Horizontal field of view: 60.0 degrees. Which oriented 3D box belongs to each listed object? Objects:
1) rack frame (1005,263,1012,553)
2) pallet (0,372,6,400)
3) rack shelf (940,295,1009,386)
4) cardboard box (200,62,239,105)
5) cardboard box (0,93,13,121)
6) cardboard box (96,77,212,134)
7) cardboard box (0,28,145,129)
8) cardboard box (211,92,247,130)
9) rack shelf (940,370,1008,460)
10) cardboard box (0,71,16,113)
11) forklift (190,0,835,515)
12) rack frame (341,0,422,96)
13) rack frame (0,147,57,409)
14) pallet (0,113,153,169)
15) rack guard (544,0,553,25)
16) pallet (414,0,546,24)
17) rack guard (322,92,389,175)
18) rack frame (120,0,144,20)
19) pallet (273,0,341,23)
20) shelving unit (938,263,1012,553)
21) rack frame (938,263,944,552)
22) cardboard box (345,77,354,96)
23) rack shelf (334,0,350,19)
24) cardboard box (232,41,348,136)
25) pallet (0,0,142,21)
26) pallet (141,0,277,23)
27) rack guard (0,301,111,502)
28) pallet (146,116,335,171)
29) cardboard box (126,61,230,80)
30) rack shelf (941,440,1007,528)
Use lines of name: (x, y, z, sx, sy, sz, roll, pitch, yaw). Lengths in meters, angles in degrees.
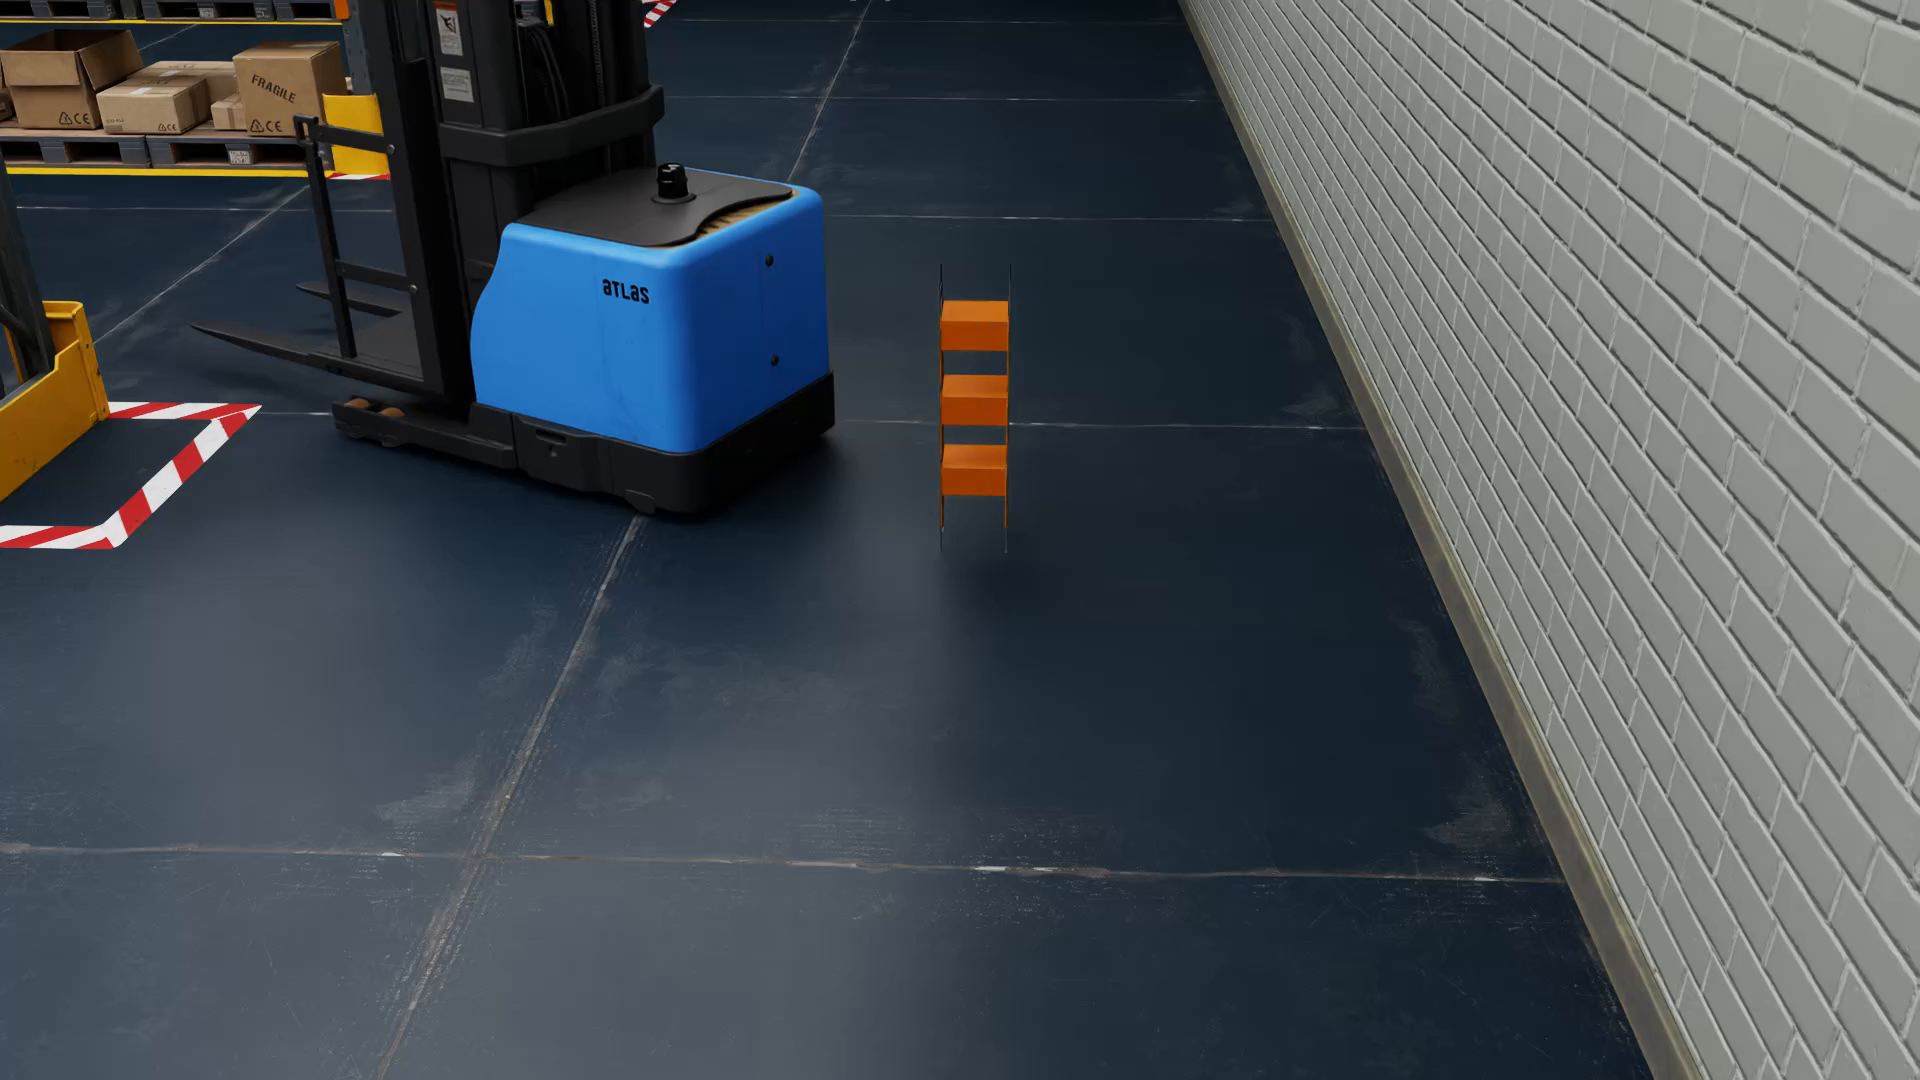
rack frame: (0.175, -0.461, 5.999, 0.008, 1.050, 0.200, 1, 28, 2)
pallet: (-4.761, -0.424, 6.824, 1.213, 0.211, 1.003, 1, 28, 2)
rack shelf: (0.053, -0.704, 5.874, 0.240, 0.259, 0.215, 1, 28, 2)
cardboard box: (-4.793, -3.072, 11.309, 0.500, 0.250, 0.500, 1, 28, 2)
cardboard box: (-6.481, -2.833, 10.948, 0.250, 0.166, 0.380, 1, 28, 2)
cardboard box: (-5.260, -2.846, 10.881, 0.500, 0.250, 0.500, 1, 28, 2)
cardboard box: (-5.880, -3.072, 11.037, 0.637, 0.503, 0.797, 1, 28, 2)
cardboard box: (-4.714, -2.828, 10.937, 0.250, 0.166, 0.380, 1, 28, 2)
rack shelf: (0.053, -0.454, 6.007, 0.240, 0.259, 0.215, 1, 28, 2)
cardboard box: (-6.429, -3.126, 11.346, 0.500, 0.311, 0.500, 1, 28, 2)
forklift: (-2.066, -1.880, 6.667, 3.031, 2.935, 1.130, 15, 31, 26)
rack frame: (-3.760, -3.943, 10.485, 0.127, 3.000, 1.000, 1, 28, 2)
rack frame: (-3.939, -1.624, 6.111, 0.127, 3.000, 1.000, 1, 28, 2)
pallet: (-5.849, -2.746, 11.205, 1.213, 0.211, 1.003, 1, 28, 2)
rack guard: (-3.565, -5.157, 15.444, 0.348, 0.500, 1.175, 1, 28, 2)
pallet: (-4.391, -5.006, 15.468, 1.213, 0.211, 1.003, 1, 28, 2)
rack guard: (-3.836, -2.839, 11.073, 0.348, 0.500, 1.175, 1, 28, 2)
rack frame: (-7.586, -6.327, 14.984, 0.127, 3.000, 1.000, 1, 28, 2)
pallet: (-5.607, -5.027, 15.508, 1.213, 0.211, 1.003, 1, 28, 2)
shelving unit: (0.053, -0.463, 6.002, 0.252, 1.050, 0.215, 1, 28, 2)
rack frame: (-0.068, -0.465, 6.006, 0.008, 1.050, 0.200, 1, 28, 2)
cardboard box: (-4.166, -3.045, 11.366, 0.250, 0.149, 0.380, 1, 28, 2)
rack shelf: (-5.759, -3.658, 10.716, 4.000, 0.370, 1.077, 1, 28, 2)
cardboard box: (-4.312, -2.926, 10.767, 0.500, 0.500, 0.500, 1, 28, 2)
pallet: (-8.360, -5.073, 15.594, 1.213, 0.211, 1.003, 1, 28, 2)
pallet: (-6.829, -5.046, 15.544, 1.213, 0.211, 1.003, 1, 28, 2)
rack guard: (-3.914, -0.525, 6.707, 0.348, 0.500, 1.175, 1, 28, 2)
pallet: (-4.633, -2.724, 11.164, 1.213, 0.211, 1.003, 1, 28, 2)
cardboard box: (-5.293, -3.080, 11.324, 0.500, 0.250, 0.500, 1, 28, 2)
rack shelf: (0.053, -0.208, 6.138, 0.240, 0.259, 0.215, 1, 28, 2)
